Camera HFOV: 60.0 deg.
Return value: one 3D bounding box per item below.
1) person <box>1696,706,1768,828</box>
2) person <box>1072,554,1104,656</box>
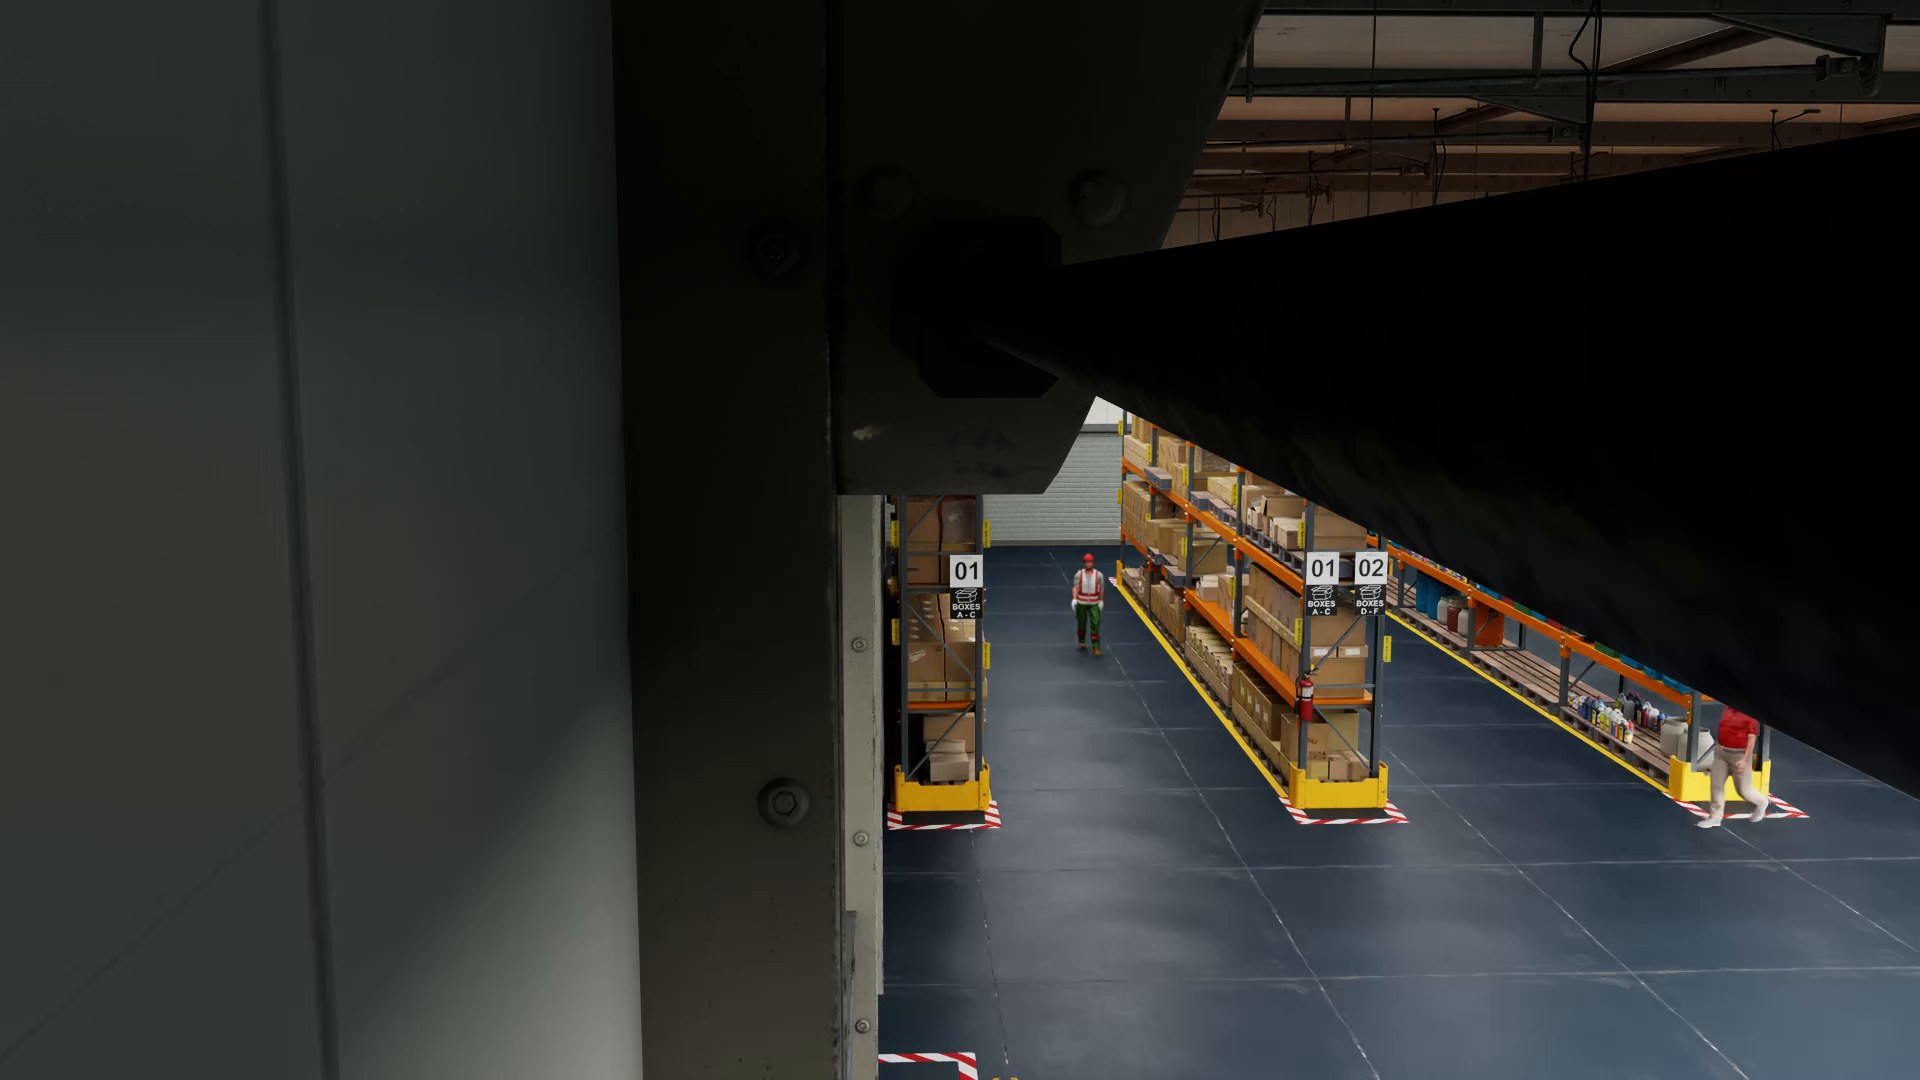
[{"bbox_3d":[9.236,2.580,19.805,0.839,1.701,0.515,-5,10,-31],"label":"person"},{"bbox_3d":[2.267,1.124,29.394,0.615,1.742,0.975,-1,8,-5],"label":"person"}]
